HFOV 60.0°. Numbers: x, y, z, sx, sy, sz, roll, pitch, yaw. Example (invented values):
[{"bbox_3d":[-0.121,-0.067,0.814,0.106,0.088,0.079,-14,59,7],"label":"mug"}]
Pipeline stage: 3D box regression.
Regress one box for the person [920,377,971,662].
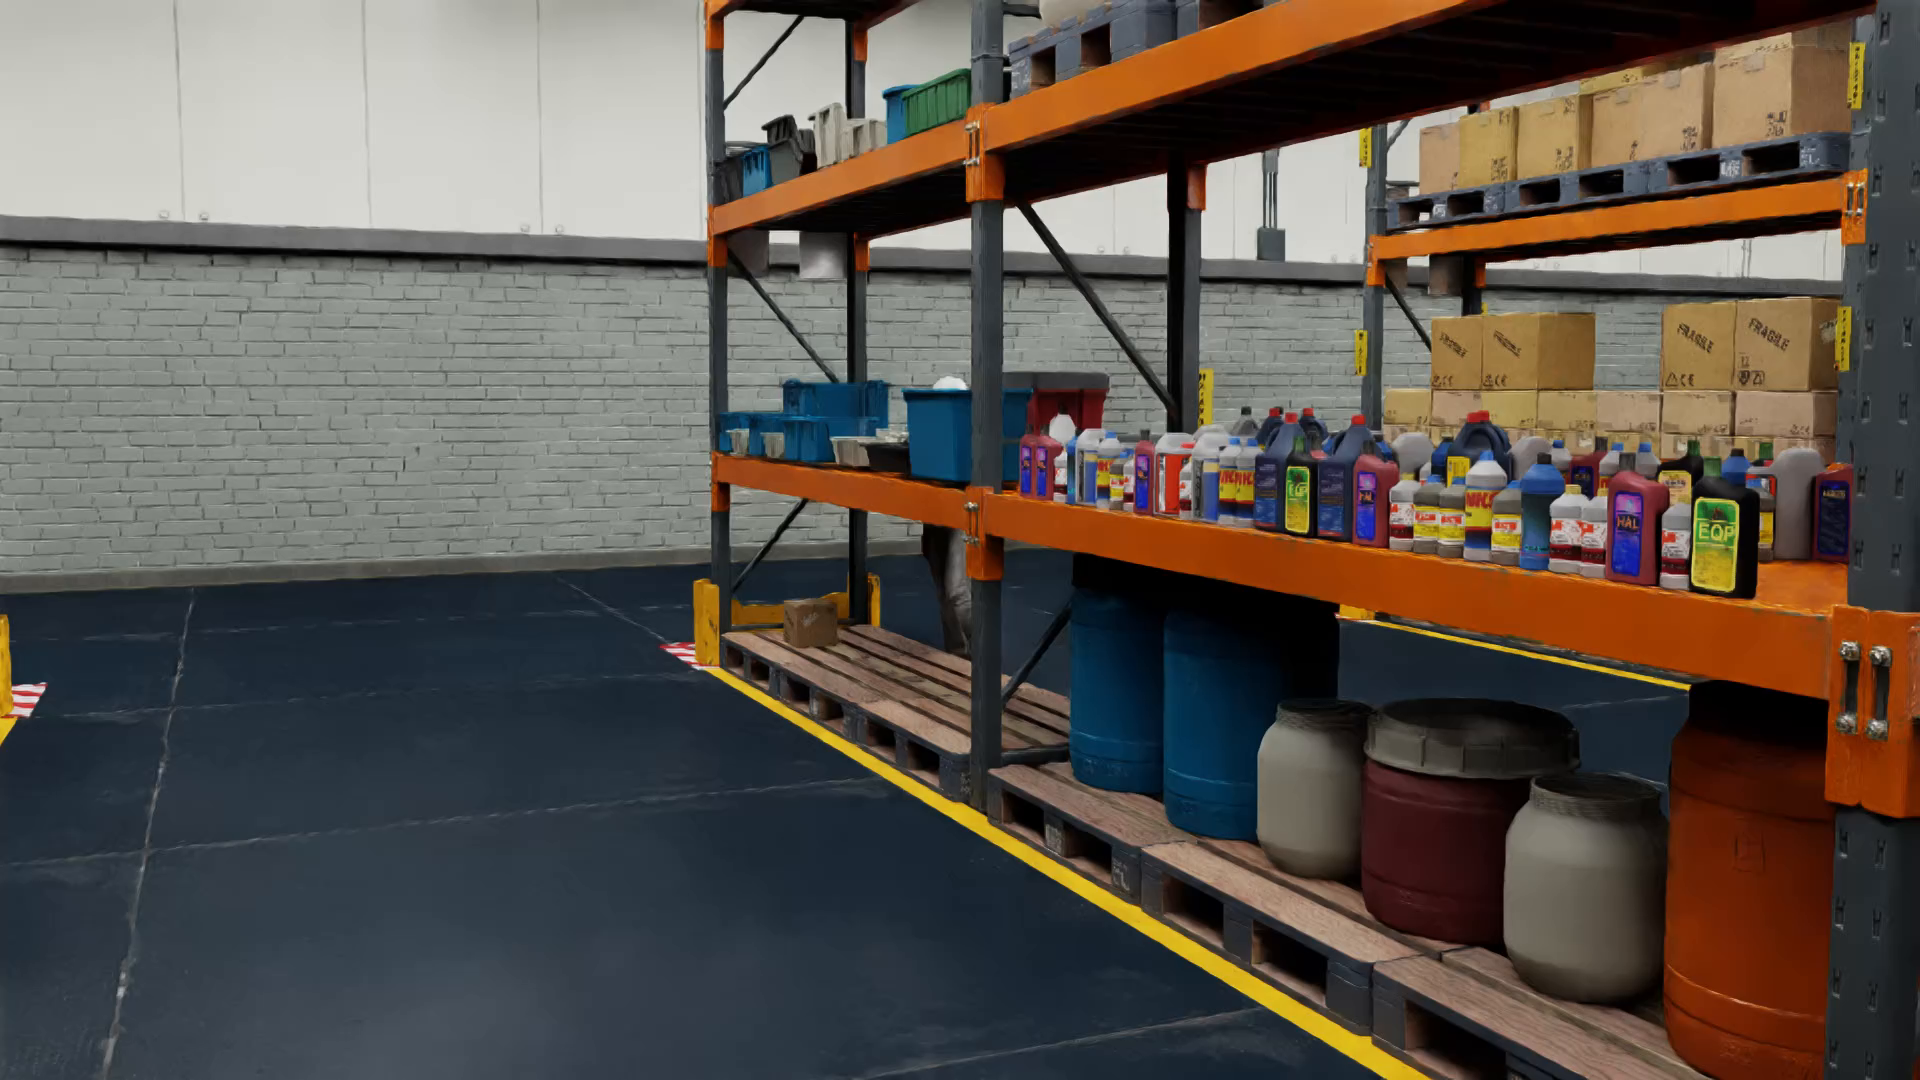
[{"bbox_3d":[-0.024,-0.047,9.747,0.397,1.811,0.662,-4,7,-39],"label":"person"}]
